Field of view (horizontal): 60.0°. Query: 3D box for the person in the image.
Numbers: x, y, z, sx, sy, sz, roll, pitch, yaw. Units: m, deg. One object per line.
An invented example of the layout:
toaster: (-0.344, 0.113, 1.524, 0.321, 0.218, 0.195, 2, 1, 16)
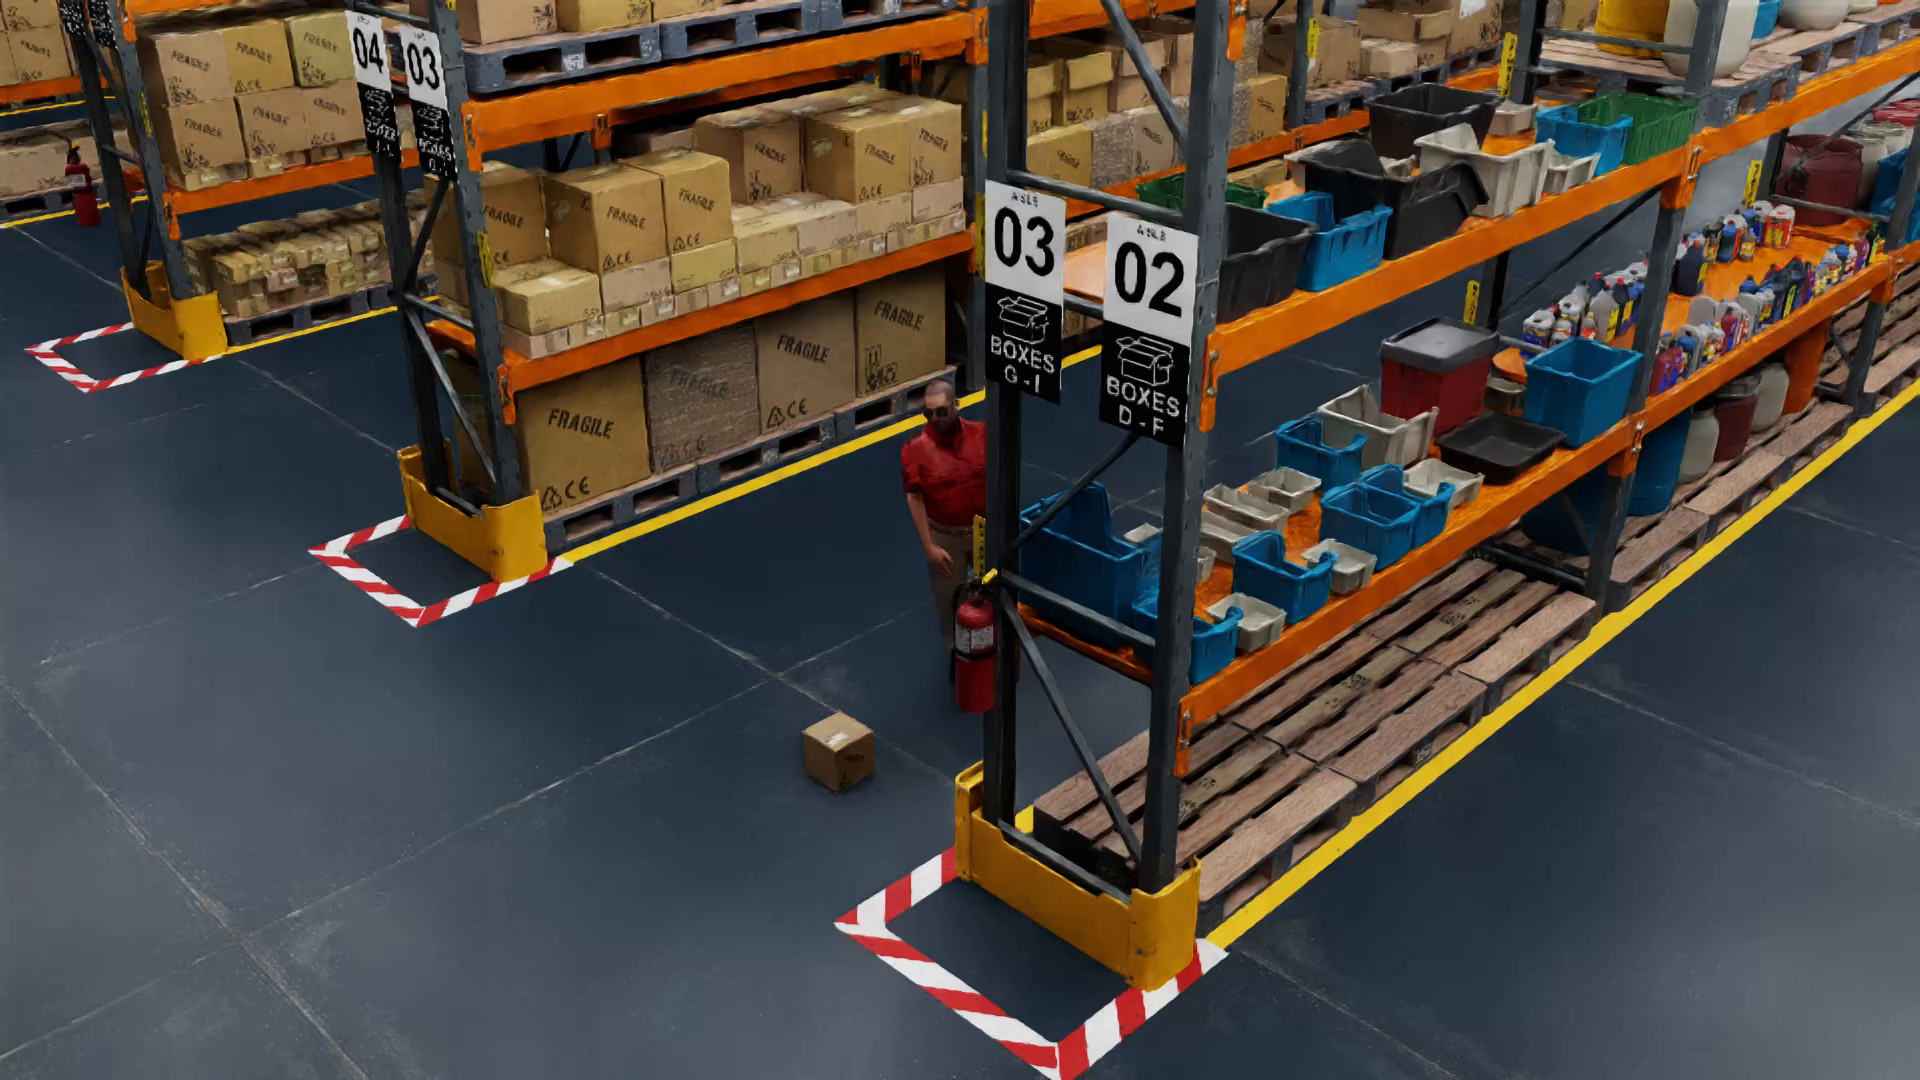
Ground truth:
person: (0.025, -0.019, 8.692, 0.648, 1.738, 0.445, -11, 29, -19)
